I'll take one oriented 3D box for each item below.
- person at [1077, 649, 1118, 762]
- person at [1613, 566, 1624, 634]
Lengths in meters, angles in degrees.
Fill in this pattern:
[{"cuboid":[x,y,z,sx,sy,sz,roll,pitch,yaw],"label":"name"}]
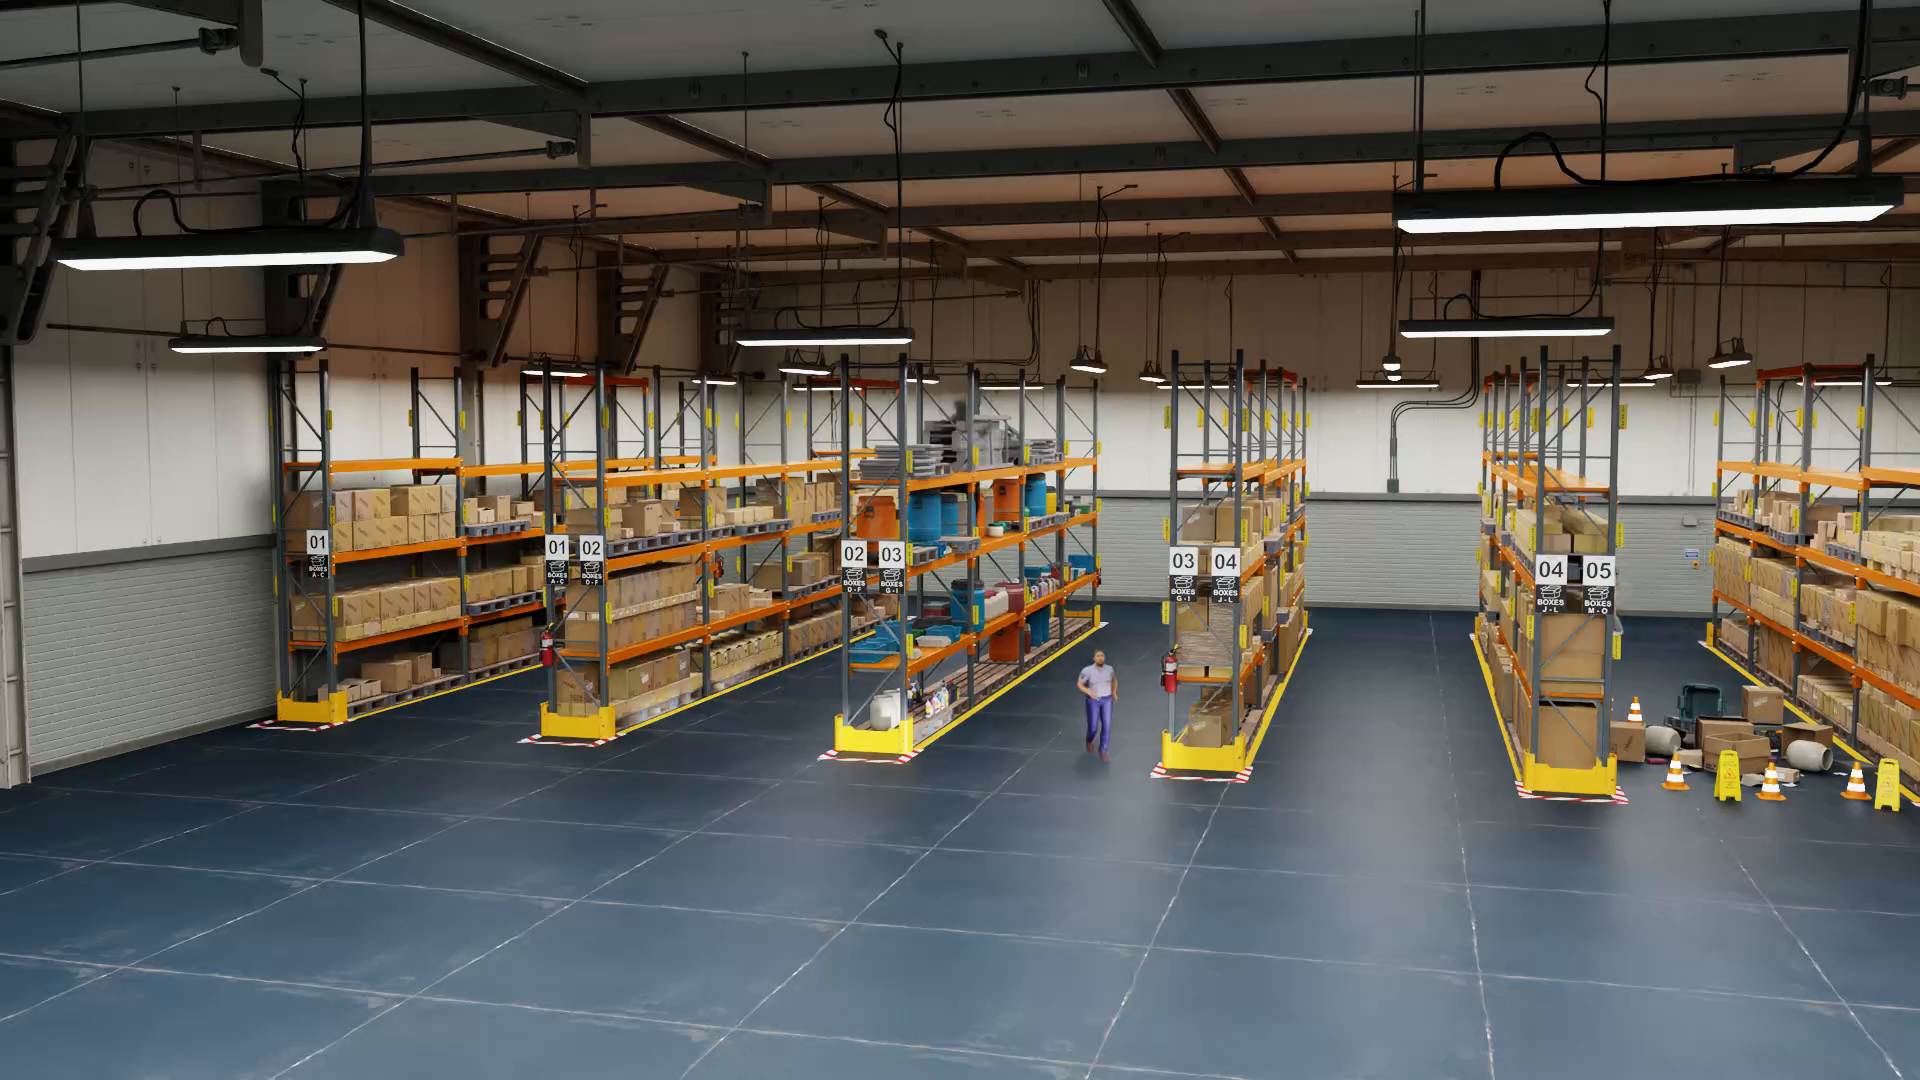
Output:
[{"cuboid":[2.054,2.434,24.656,0.634,1.602,0.691,-1,4,-9],"label":"person"},{"cuboid":[15.095,1.386,38.635,0.652,1.647,0.543,1,4,13],"label":"person"}]
